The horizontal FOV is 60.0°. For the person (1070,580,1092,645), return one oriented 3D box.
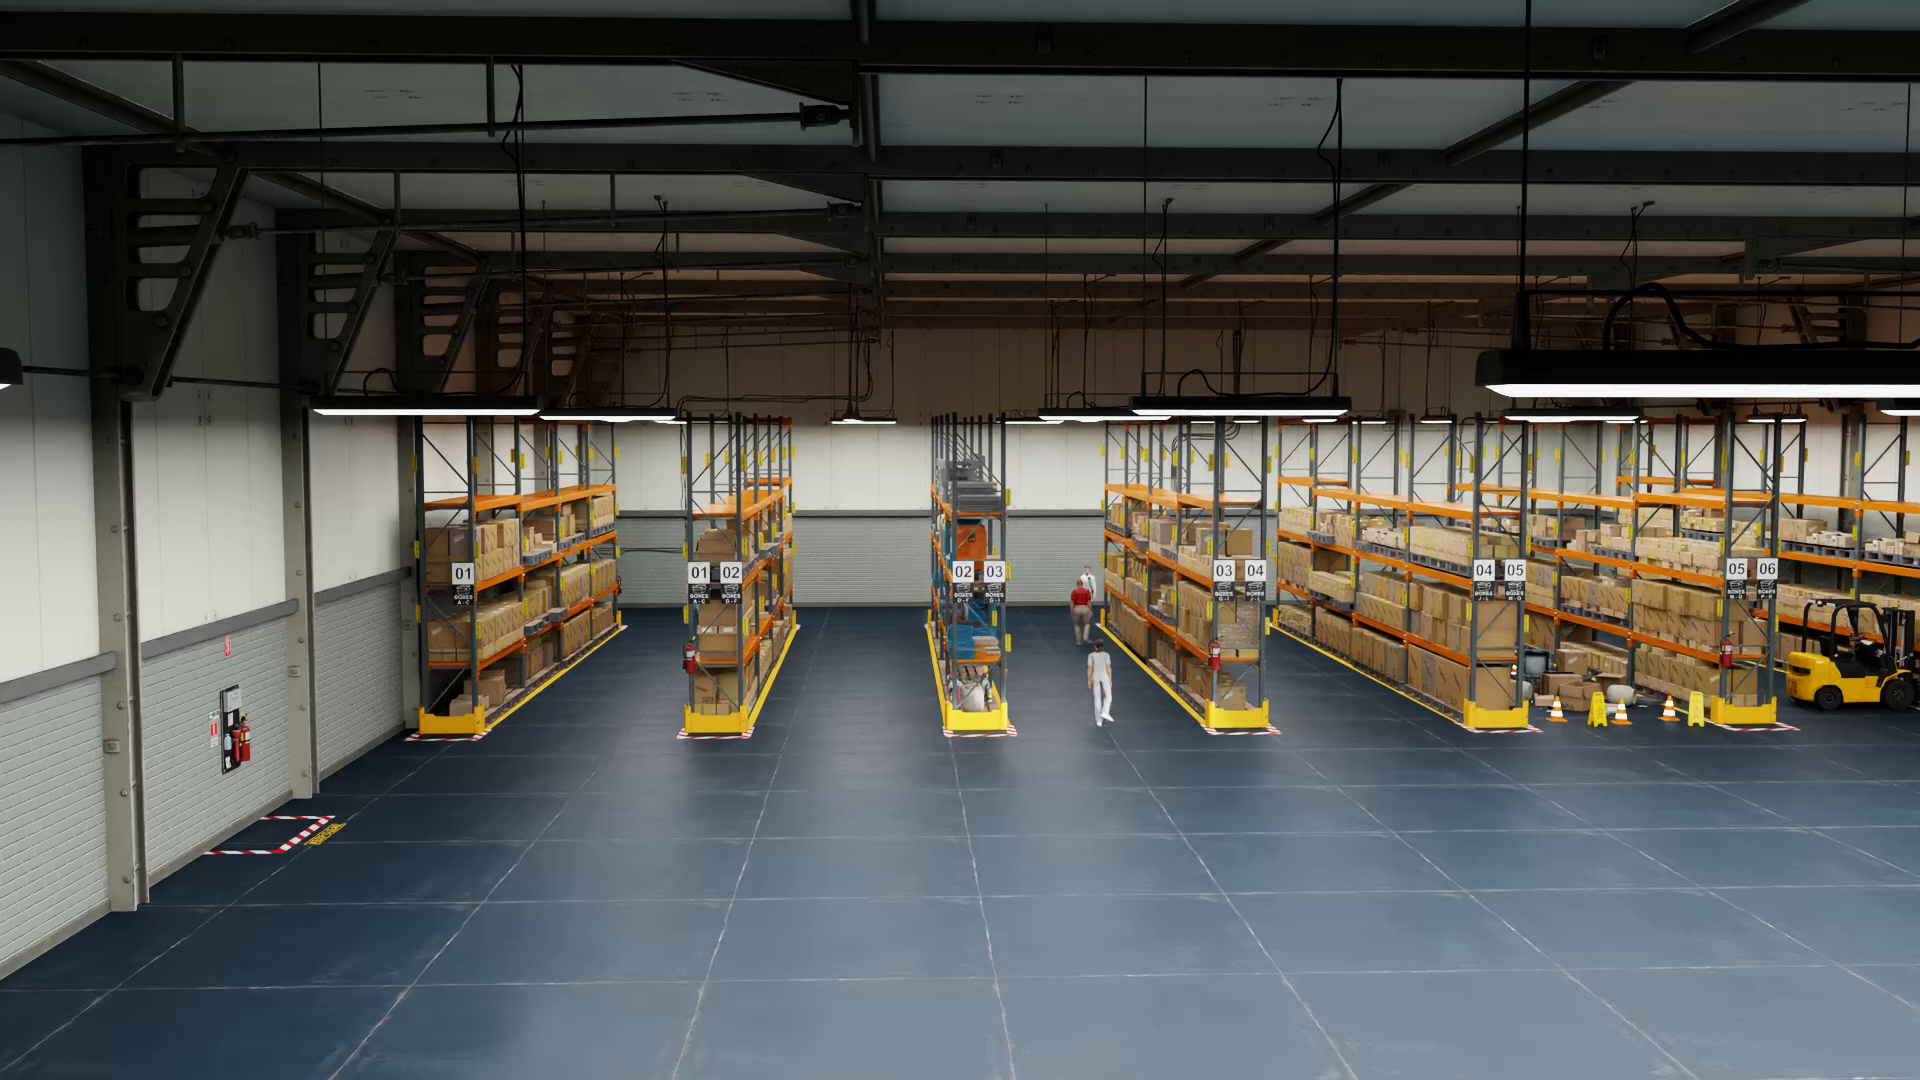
[{"bbox_3d":[3.177,1.900,43.623,0.576,1.723,0.548,0,4,-5],"label":"person"}]

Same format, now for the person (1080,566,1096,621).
[{"bbox_3d":[3.757,1.553,49.054,0.505,1.618,1.074,2,4,30],"label":"person"}]

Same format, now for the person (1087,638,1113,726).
[{"bbox_3d":[2.685,2.716,31.866,0.499,1.660,0.470,1,4,9],"label":"person"}]

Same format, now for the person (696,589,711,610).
[{"bbox_3d":[-7.528,1.449,49.902,0.933,1.757,0.536,1,4,20],"label":"person"}]
